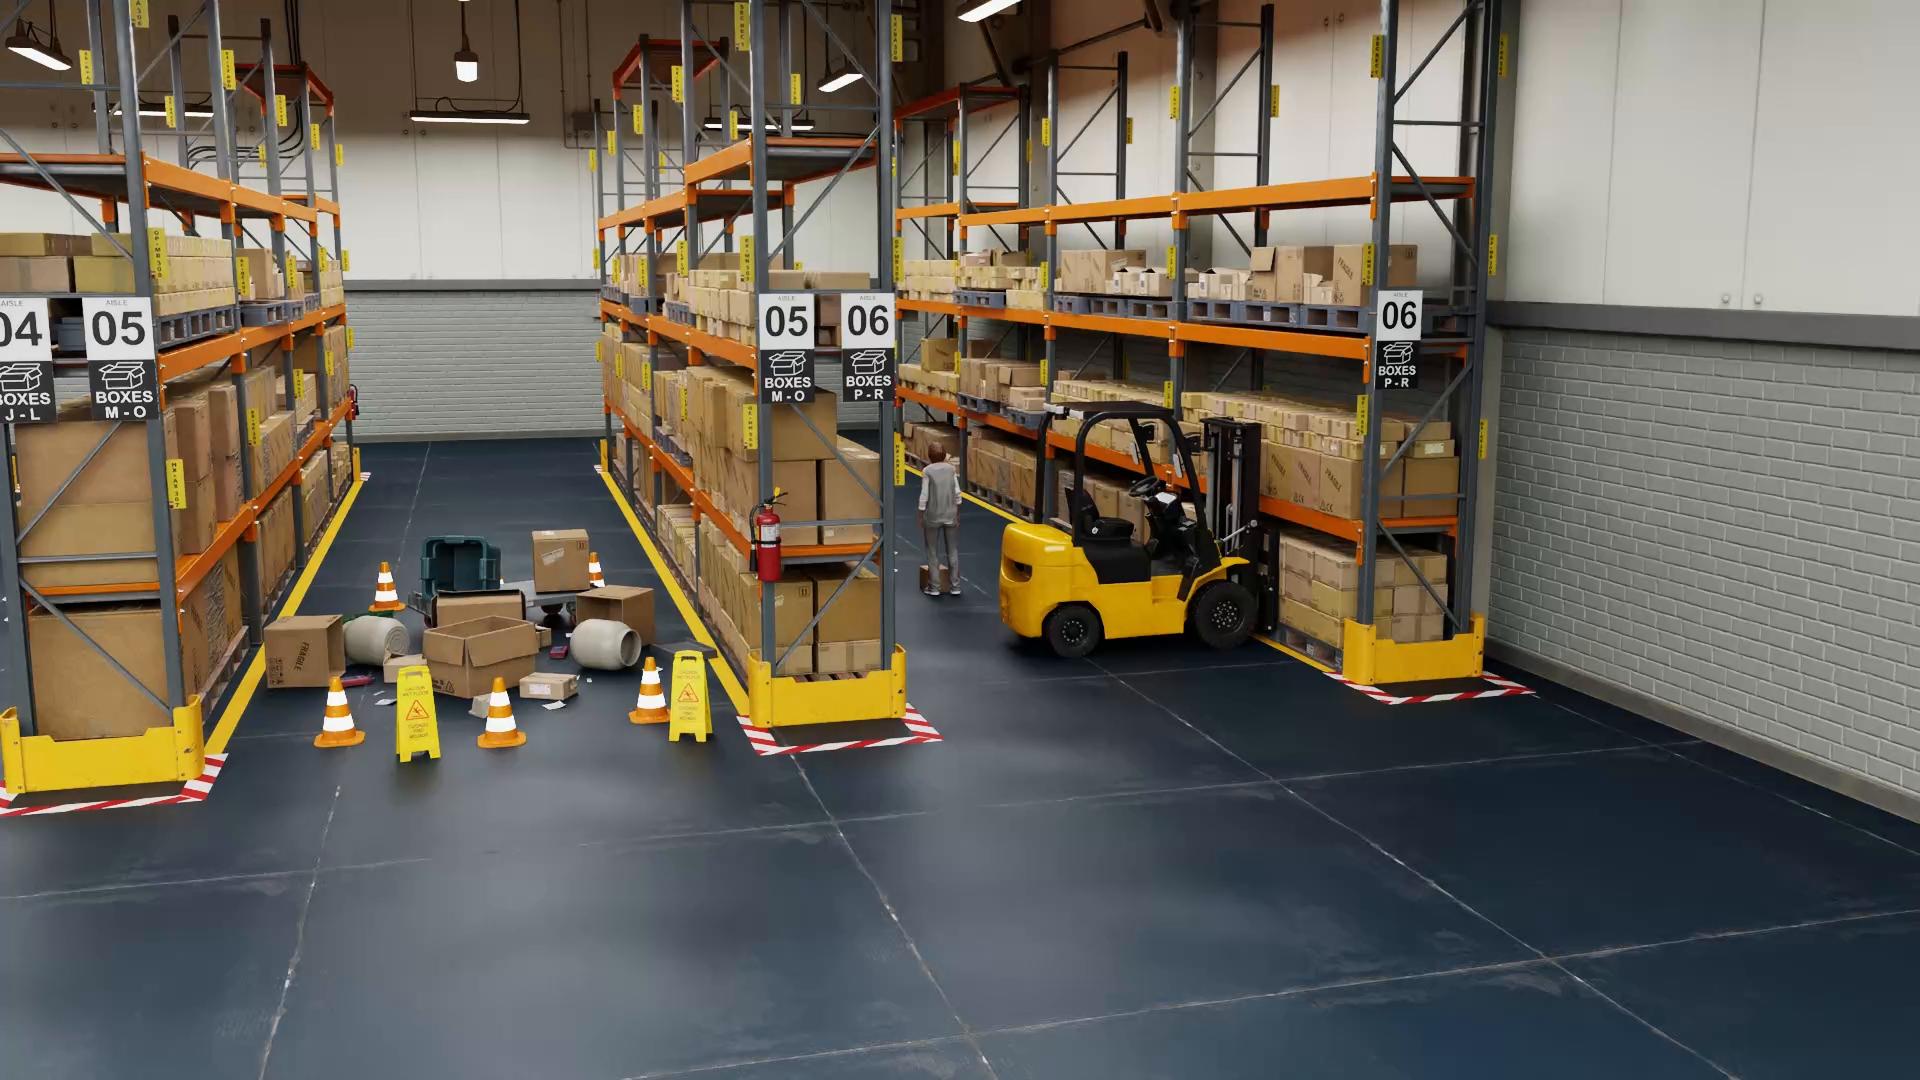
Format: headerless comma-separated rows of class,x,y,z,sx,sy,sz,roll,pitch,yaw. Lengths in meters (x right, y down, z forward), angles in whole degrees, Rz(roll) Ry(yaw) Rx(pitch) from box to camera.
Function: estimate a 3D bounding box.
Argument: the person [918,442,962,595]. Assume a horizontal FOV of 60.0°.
person,-0.206,-0.217,17.215,0.485,1.593,0.374,-3,10,-19
